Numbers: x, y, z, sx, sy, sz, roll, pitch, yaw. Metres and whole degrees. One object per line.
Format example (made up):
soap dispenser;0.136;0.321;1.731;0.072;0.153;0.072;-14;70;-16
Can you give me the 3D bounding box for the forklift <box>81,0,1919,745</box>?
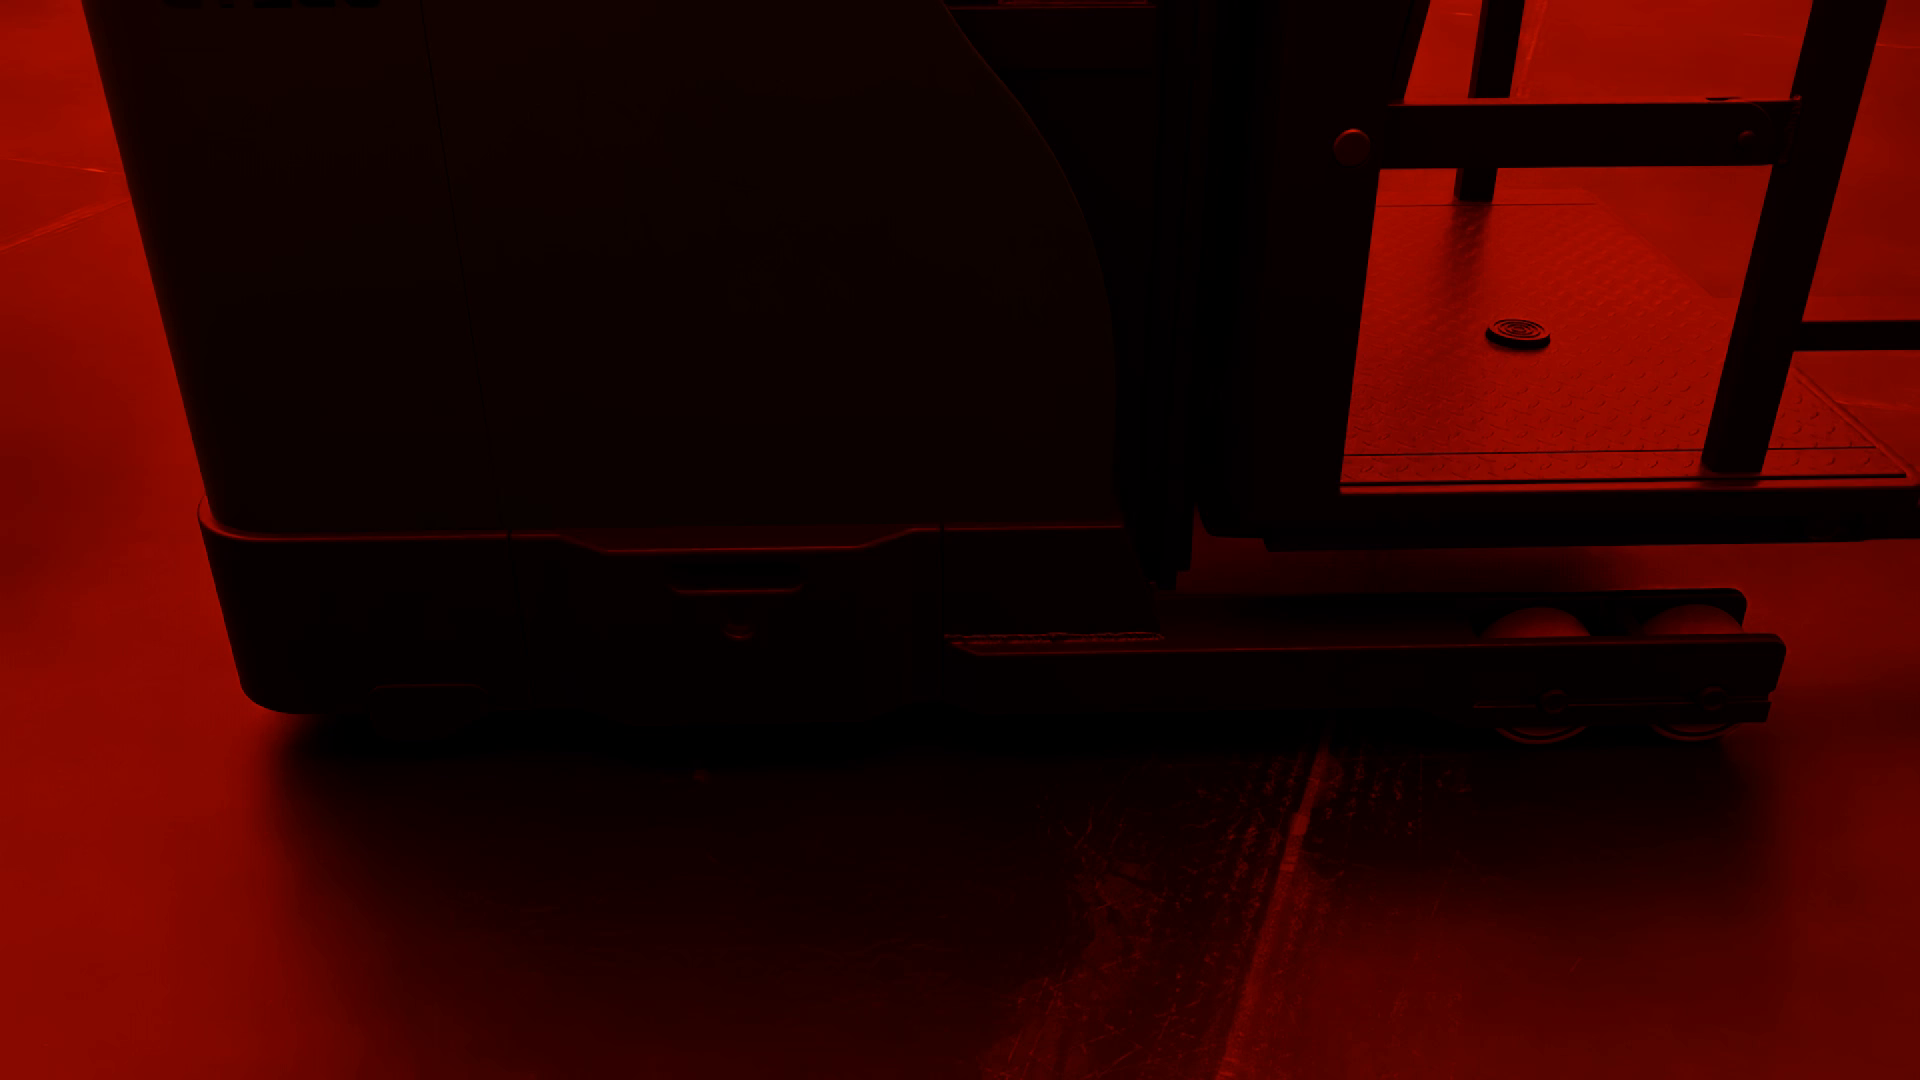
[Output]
forklift;0.608;-1.285;1.795;3.031;2.935;1.130;-1;30;-2
